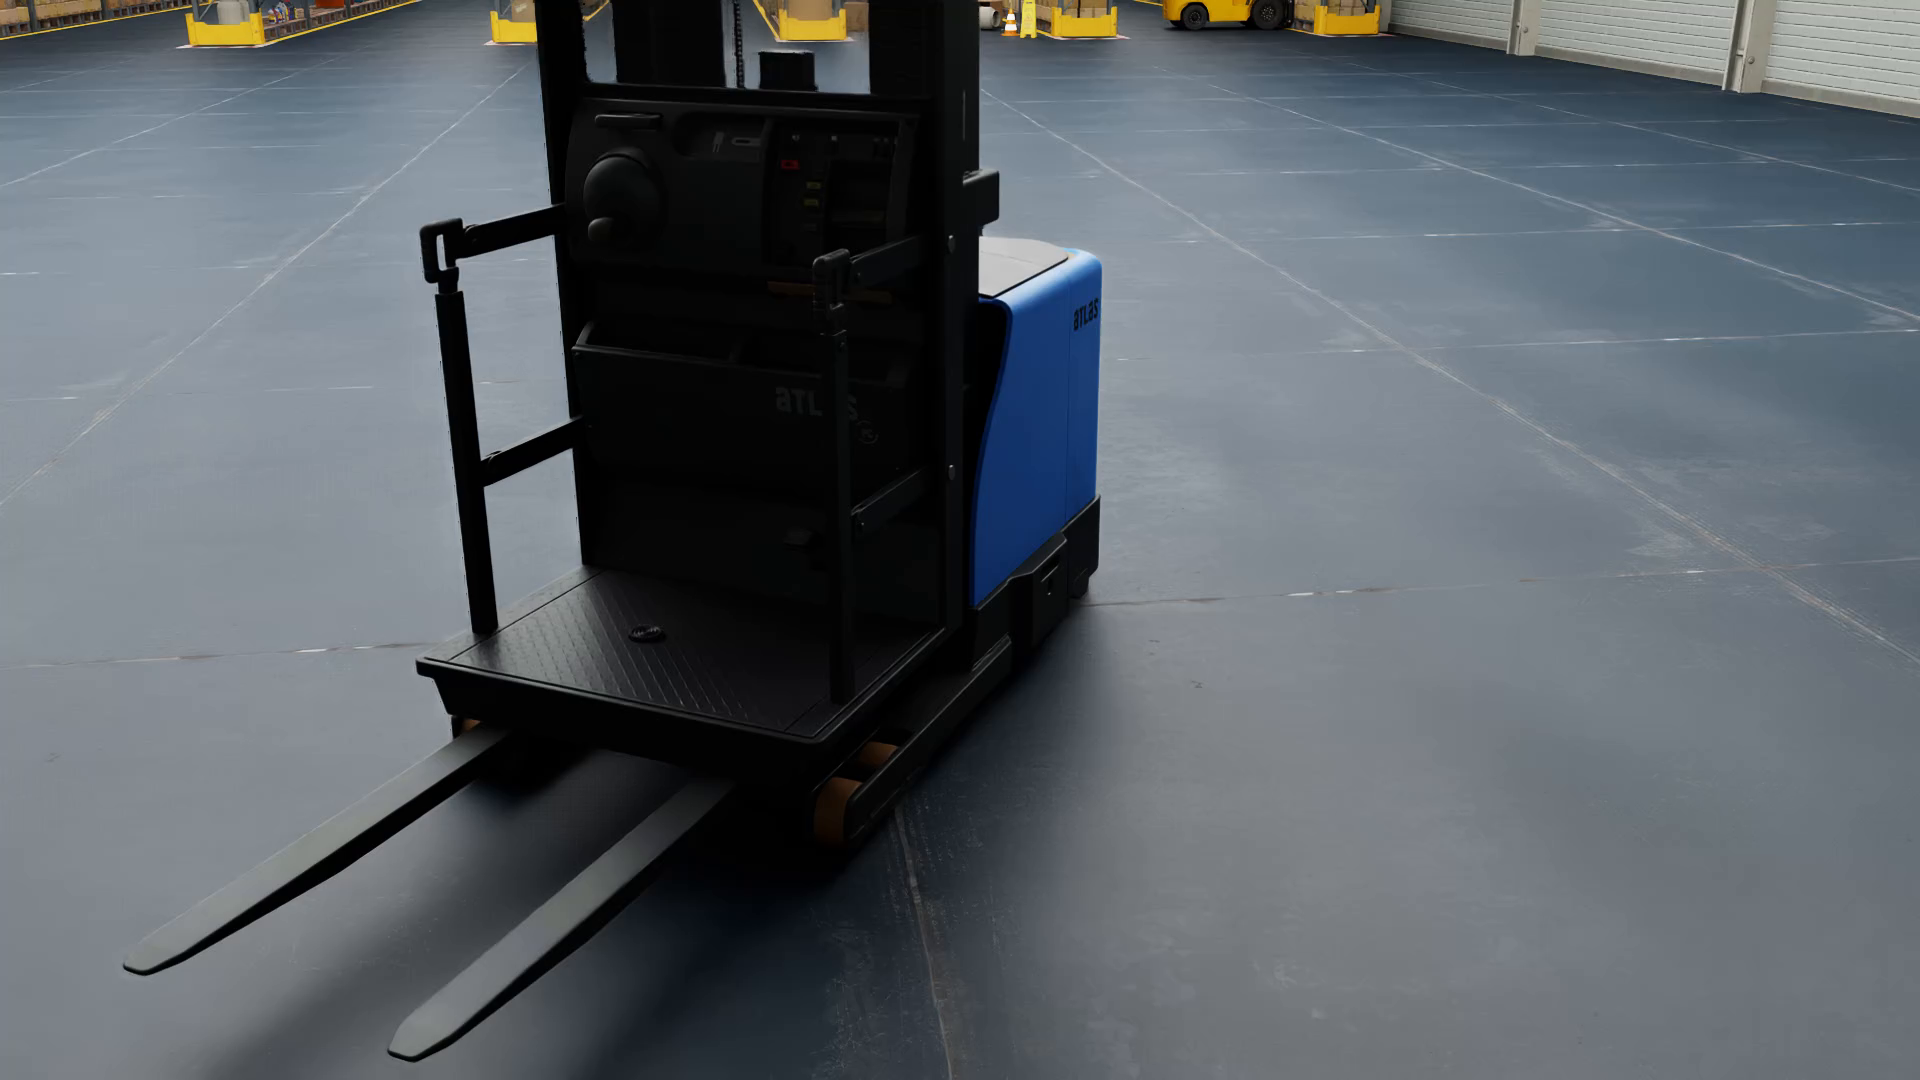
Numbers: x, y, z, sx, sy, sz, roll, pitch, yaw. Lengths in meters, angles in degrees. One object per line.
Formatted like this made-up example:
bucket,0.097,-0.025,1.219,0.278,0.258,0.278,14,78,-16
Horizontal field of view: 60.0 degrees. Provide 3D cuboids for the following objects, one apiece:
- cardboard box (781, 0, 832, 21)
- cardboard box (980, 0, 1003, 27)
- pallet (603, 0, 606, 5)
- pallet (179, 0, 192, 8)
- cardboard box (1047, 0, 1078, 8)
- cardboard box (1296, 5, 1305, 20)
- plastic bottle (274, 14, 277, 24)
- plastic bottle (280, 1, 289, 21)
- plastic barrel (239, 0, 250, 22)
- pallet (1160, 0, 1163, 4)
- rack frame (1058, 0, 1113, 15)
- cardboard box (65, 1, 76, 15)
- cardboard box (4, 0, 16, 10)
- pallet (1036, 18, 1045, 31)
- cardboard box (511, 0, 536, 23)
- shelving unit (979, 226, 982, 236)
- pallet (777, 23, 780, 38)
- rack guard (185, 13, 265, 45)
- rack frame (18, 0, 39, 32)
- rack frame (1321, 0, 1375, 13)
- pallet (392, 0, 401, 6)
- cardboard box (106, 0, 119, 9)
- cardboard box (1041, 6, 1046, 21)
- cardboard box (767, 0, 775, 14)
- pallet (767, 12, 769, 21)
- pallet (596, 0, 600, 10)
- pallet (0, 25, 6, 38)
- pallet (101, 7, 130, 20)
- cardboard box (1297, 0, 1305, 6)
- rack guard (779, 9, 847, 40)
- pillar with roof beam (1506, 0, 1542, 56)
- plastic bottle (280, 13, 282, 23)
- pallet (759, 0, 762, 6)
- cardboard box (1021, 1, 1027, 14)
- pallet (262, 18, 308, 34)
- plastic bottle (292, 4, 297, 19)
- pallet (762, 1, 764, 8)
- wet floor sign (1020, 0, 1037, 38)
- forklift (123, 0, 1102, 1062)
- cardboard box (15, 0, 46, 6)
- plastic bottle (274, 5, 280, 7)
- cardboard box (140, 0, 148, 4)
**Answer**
cardboard box,-2.773,-9.743,29.951,0.875,0.875,0.875,-3,21,-7
cardboard box,0.505,-10.370,32.763,0.500,0.500,0.500,12,24,29
pallet,-9.474,-13.634,41.917,1.003,0.211,1.213,-3,21,-8
pallet,-19.343,-13.106,40.504,1.003,0.211,1.213,-3,21,-8
cardboard box,1.900,-10.119,30.779,0.500,0.500,0.500,-3,21,-7
cardboard box,6.742,-10.074,31.731,0.500,0.250,0.500,-3,21,-8
plastic bottle,-12.402,-9.419,30.019,0.097,0.201,0.097,0,20,0
plastic bottle,-12.559,-9.808,30.847,0.144,0.351,0.185,-3,21,-8
plastic barrel,-12.677,-9.274,29.214,0.421,0.512,0.421,0,20,0
pallet,5.610,-13.415,41.332,1.003,0.211,1.213,-3,21,-8
rack frame,2.273,-10.594,29.795,1.000,3.000,0.127,-3,21,-8
cardboard box,-17.948,-10.574,33.071,0.500,0.250,0.500,-3,21,-7
cardboard box,-17.569,-9.918,30.241,0.500,0.500,0.500,-3,21,-8
pallet,2.008,-10.019,32.239,1.003,0.211,1.213,-3,21,-8
cardboard box,-7.607,-9.337,29.402,0.500,0.500,0.500,1,20,2
shelving unit,-0.008,-0.510,5.582,0.215,1.050,0.252,-3,21,-8
pallet,-2.803,-9.276,30.251,1.003,0.211,1.213,-3,21,-8
rack guard,-12.492,-8.698,28.289,1.175,0.500,0.348,-3,21,-8
rack frame,-17.913,-10.981,30.830,1.000,3.000,0.127,-3,21,-8
rack frame,7.185,-10.846,30.469,1.000,3.000,0.127,-3,21,-8
pallet,-14.488,-13.369,41.210,1.003,0.211,1.213,-3,21,-8
cardboard box,-18.272,-11.573,35.359,0.500,0.500,0.500,-2,21,-5
cardboard box,1.824,-9.949,31.397,0.500,0.250,0.500,-3,21,-8
cardboard box,-3.365,-11.048,33.624,1.050,0.750,0.750,-3,21,-8
pallet,-3.552,-11.075,35.067,1.003,0.211,1.213,-3,21,-8
pallet,-9.077,-12.680,39.363,1.003,0.211,1.213,-3,21,-8
pallet,-17.661,-8.974,29.442,1.003,0.211,1.213,-3,21,-8
pallet,-18.560,-11.320,35.723,1.003,0.211,1.213,-3,21,-8
cardboard box,6.744,-10.316,31.664,0.500,0.250,0.500,-3,21,-8
rack guard,-2.607,-9.130,29.448,1.175,0.500,0.348,-3,21,-8
pillar with roof beam,4.581,-11.648,24.043,9.100,9.000,0.400,-3,21,-8
plastic bottle,-12.465,-9.571,30.425,0.097,0.201,0.097,0,20,0
pallet,-4.472,-13.389,41.262,1.003,0.211,1.213,-3,21,-8
cardboard box,1.515,-10.670,33.327,0.500,0.250,0.500,-4,21,-10
pallet,-12.955,-9.689,31.355,1.003,0.211,1.213,-3,21,-8
plastic bottle,-12.615,-10.013,31.493,0.061,0.283,0.133,-2,21,-5
pallet,-4.226,-12.889,39.923,1.003,0.211,1.213,-3,21,-8
wet floor sign,1.242,-9.372,29.886,0.267,0.644,0.232,4,21,11
forklift,-0.611,-0.831,3.753,1.130,2.935,3.031,9,22,22
cardboard box,-17.726,-10.308,31.557,0.500,0.311,0.500,-3,21,-8
plastic bottle,-12.748,-9.869,31.116,0.152,0.276,0.135,-3,21,-8
cardboard box,-18.577,-12.285,37.264,0.500,0.500,0.500,-3,21,-7
